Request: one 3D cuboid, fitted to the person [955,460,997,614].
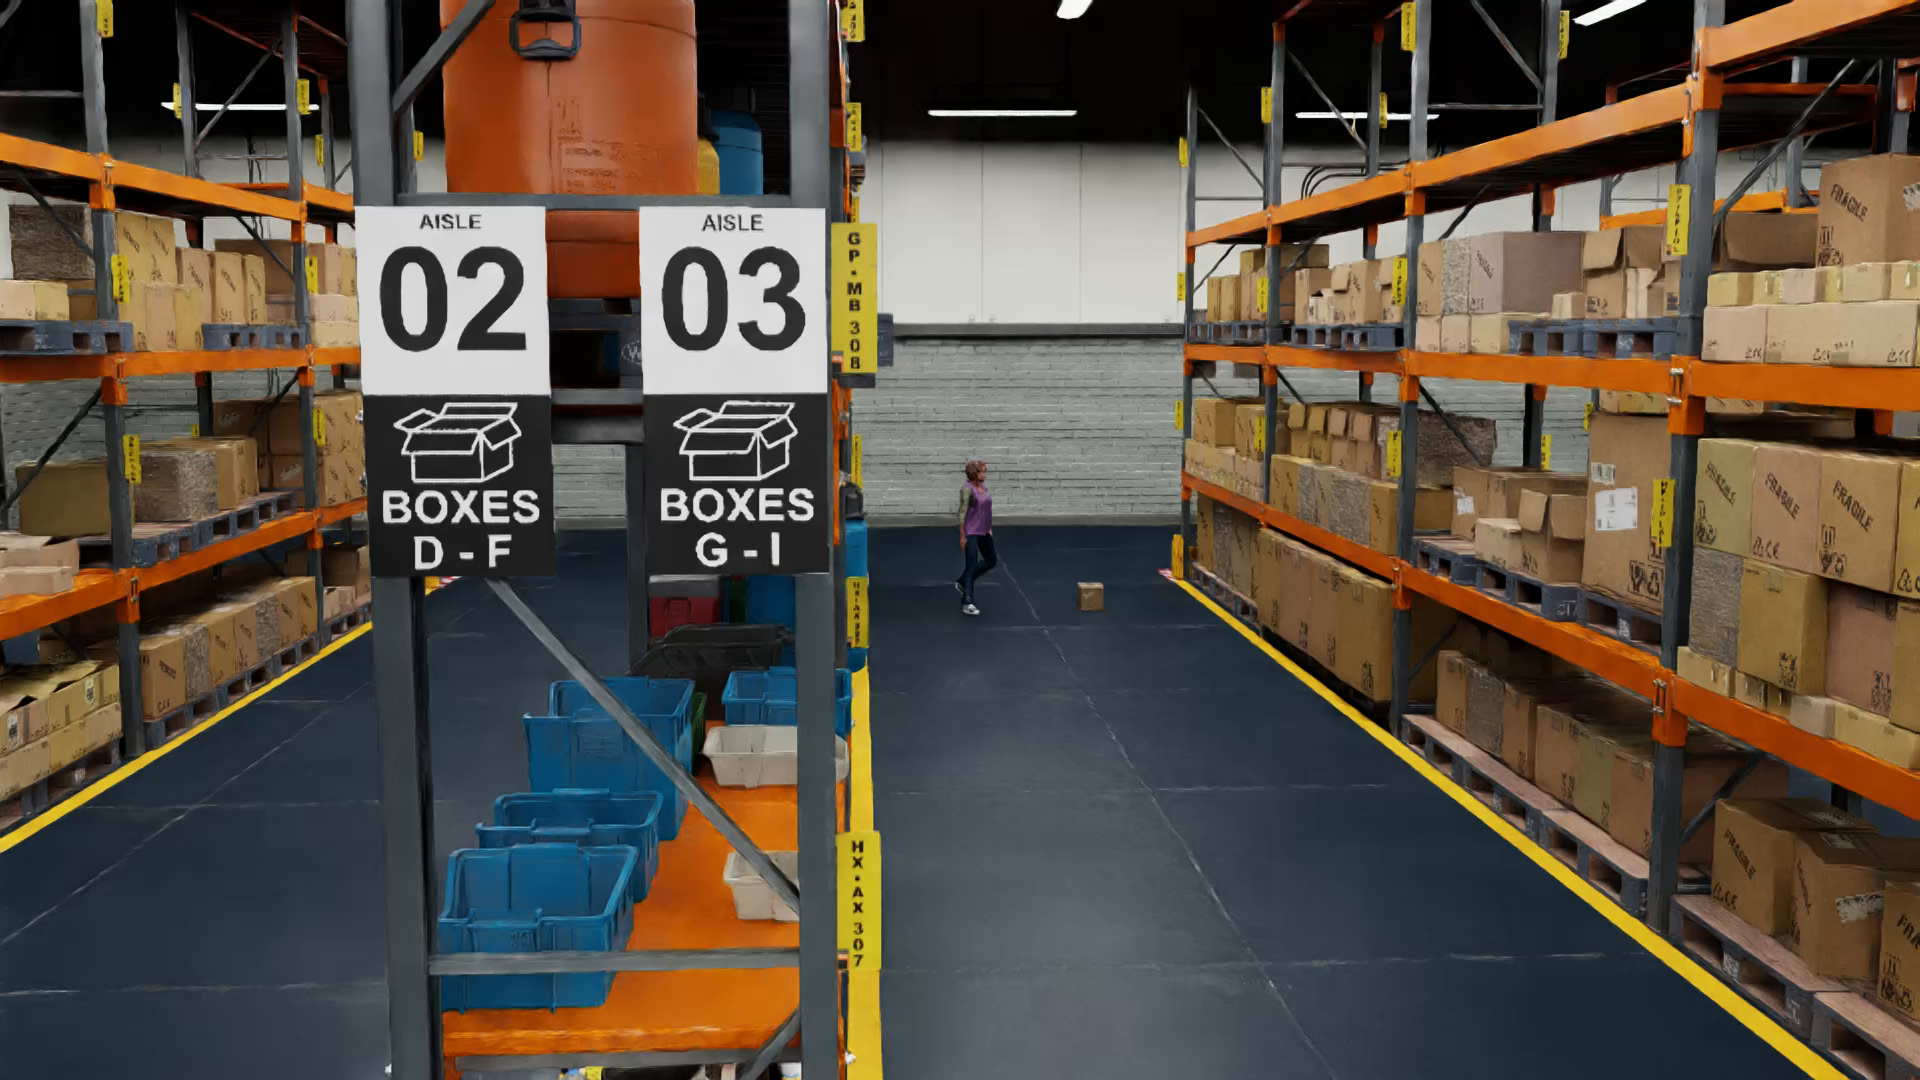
[{"bbox_3d":[0.106,-0.053,17.575,0.498,1.594,0.560,4,8,30],"label":"person"}]
